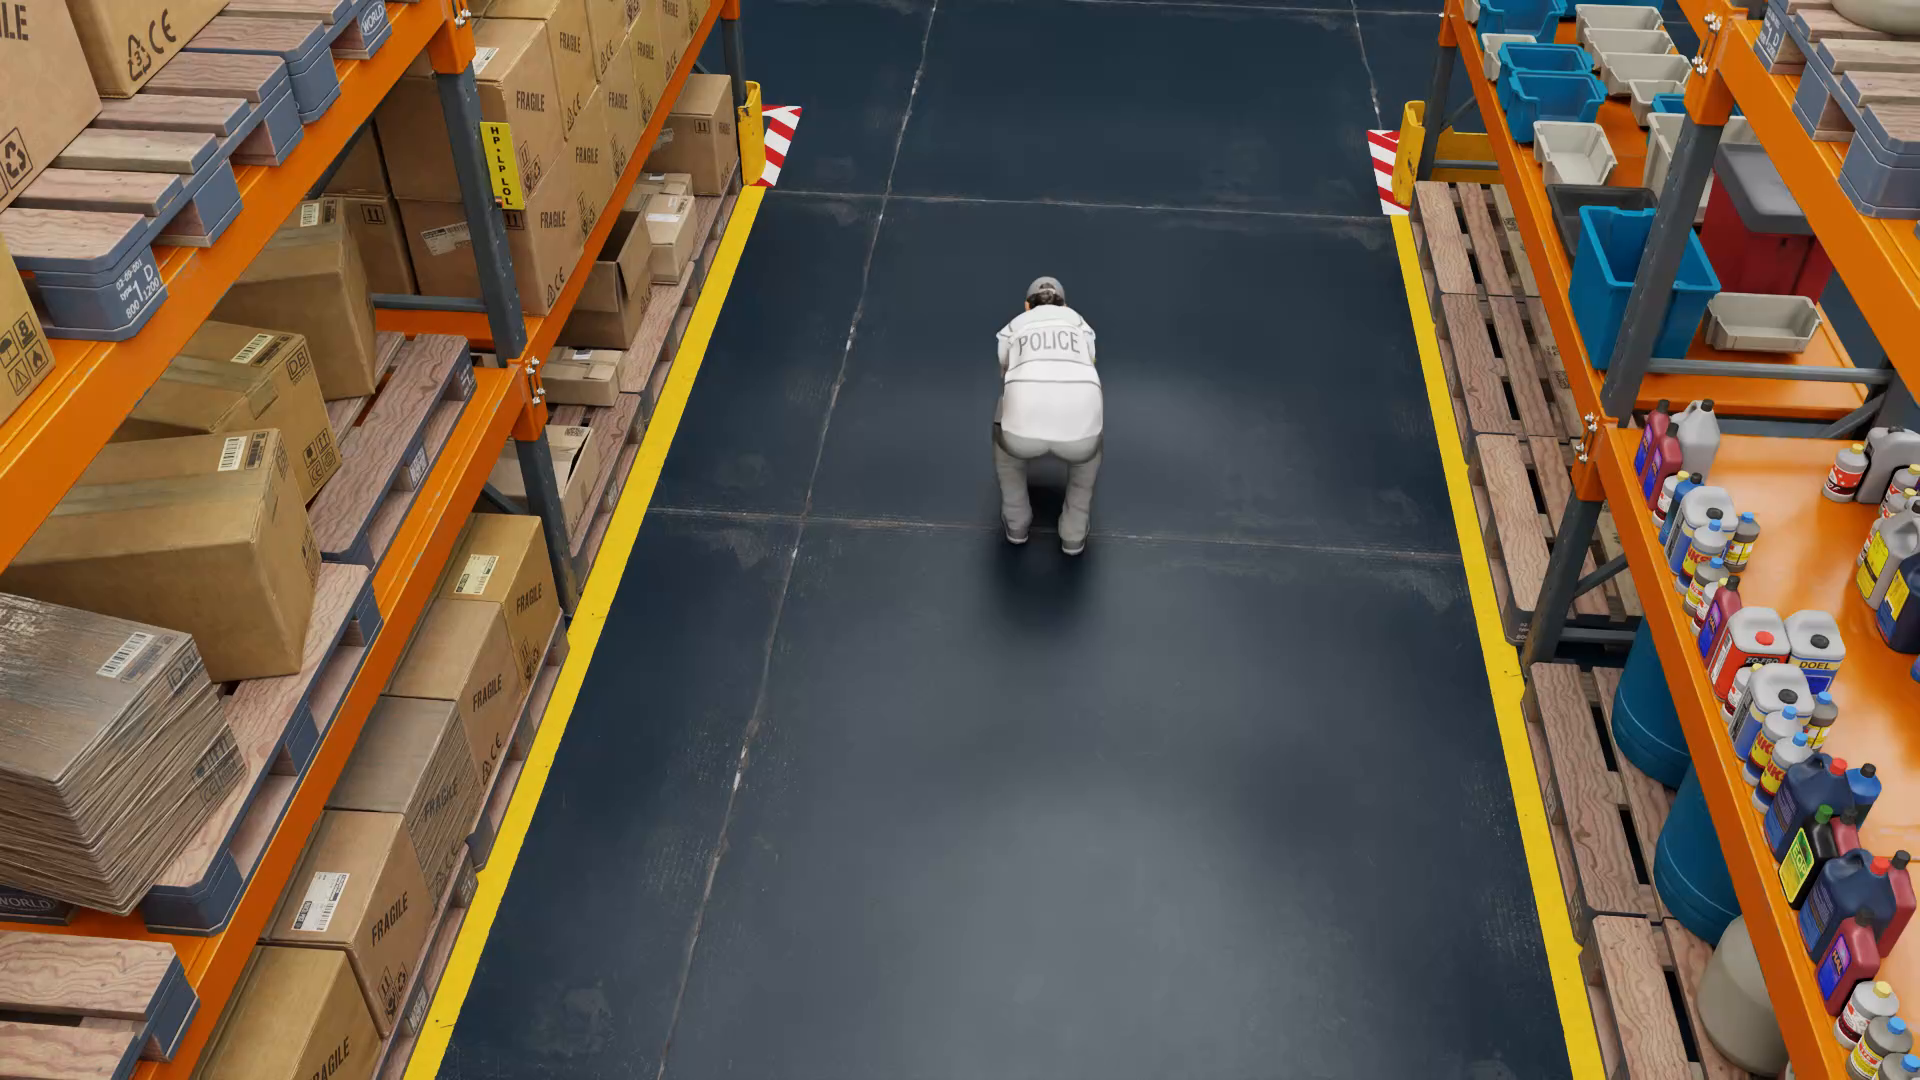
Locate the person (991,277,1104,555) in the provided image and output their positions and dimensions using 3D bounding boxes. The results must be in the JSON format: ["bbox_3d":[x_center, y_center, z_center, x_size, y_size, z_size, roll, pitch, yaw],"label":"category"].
[{"bbox_3d":[0.386,-0.510,7.262,0.501,1.014,0.938,1,40,2],"label":"person"}]
